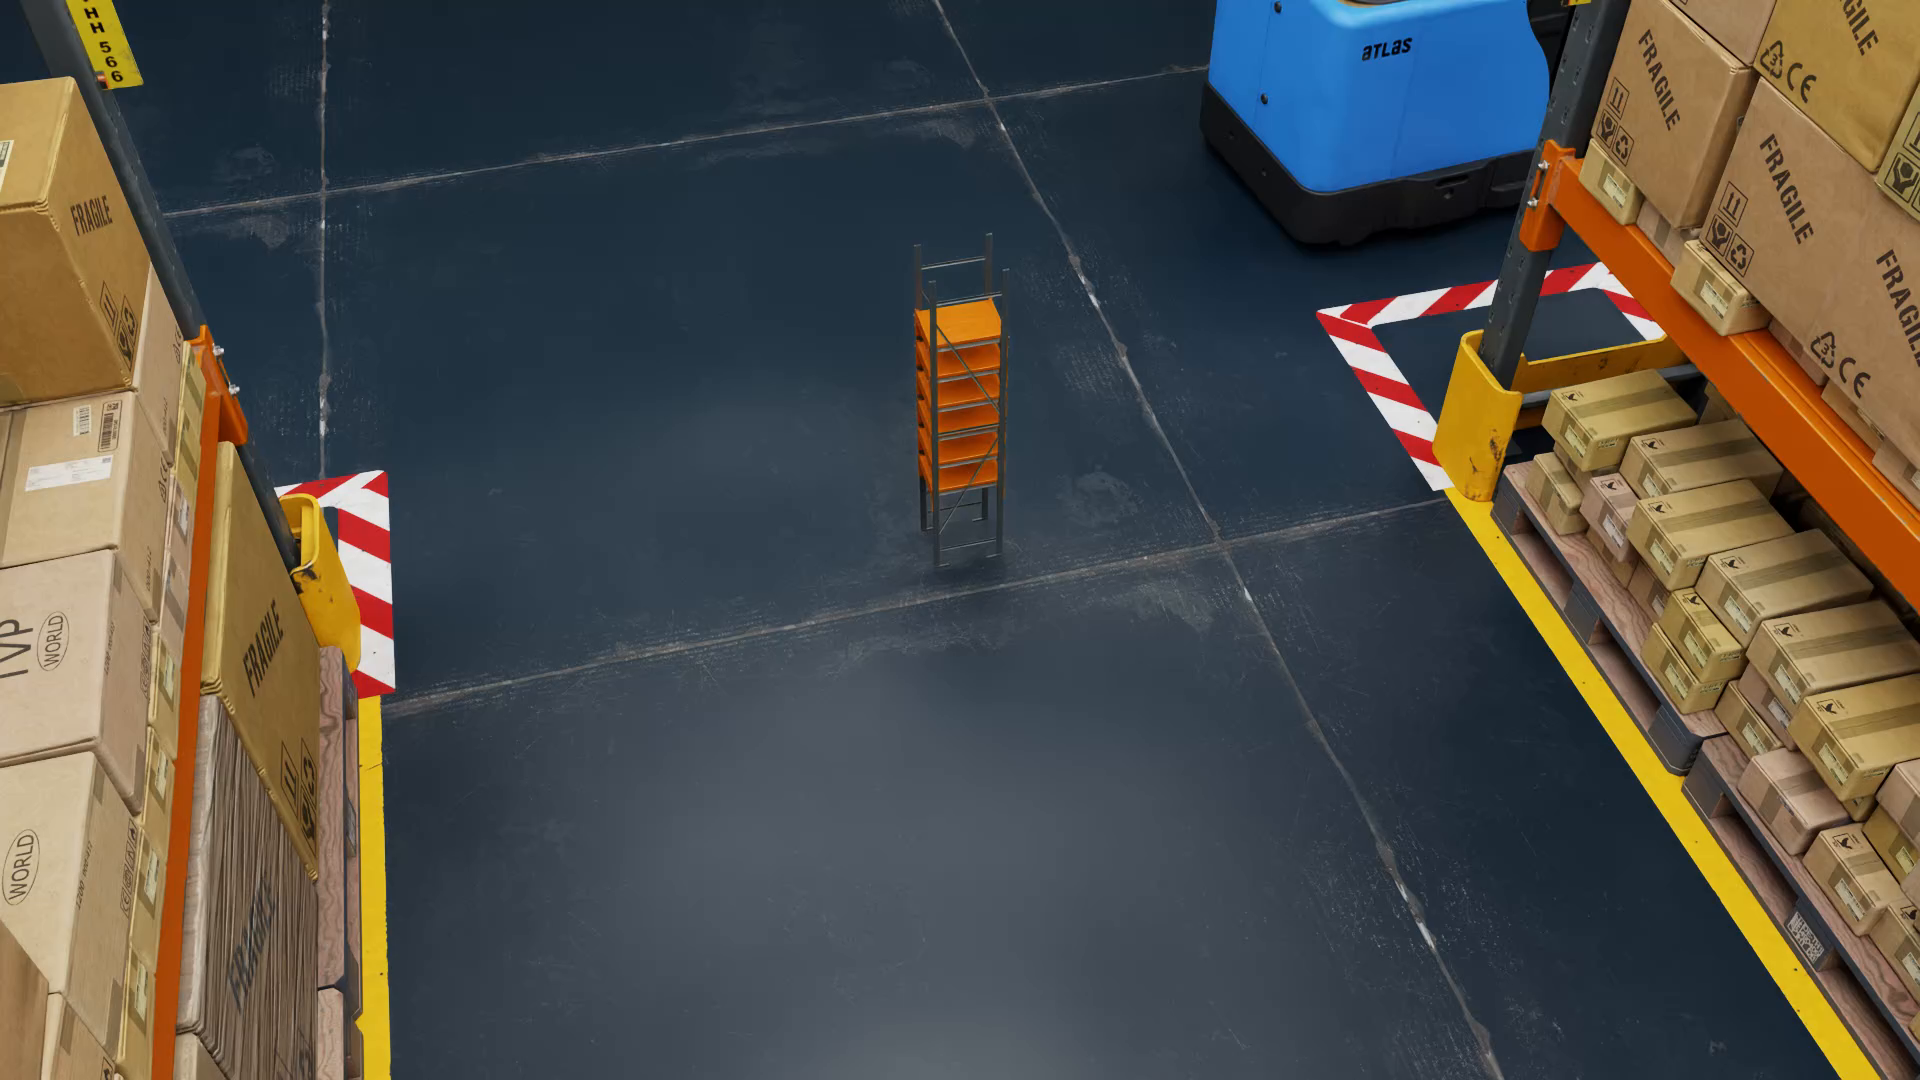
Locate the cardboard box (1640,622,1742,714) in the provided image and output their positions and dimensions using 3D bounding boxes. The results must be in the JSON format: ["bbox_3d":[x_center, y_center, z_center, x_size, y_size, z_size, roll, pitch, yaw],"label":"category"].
[{"bbox_3d":[2.298,0.353,5.006,0.380,0.149,0.250,-10,46,-10],"label":"cardboard box"}]

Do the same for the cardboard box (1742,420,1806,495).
[{"bbox_3d":[2.687,-0.305,5.234,0.380,0.149,0.250,-10,46,-10],"label":"cardboard box"}]

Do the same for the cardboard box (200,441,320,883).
[{"bbox_3d":[-2.282,0.410,4.441,0.875,0.875,0.875,-11,47,-10],"label":"cardboard box"}]

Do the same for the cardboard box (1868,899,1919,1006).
[{"bbox_3d":[2.625,1.046,4.327,0.380,0.149,0.250,-10,46,-10],"label":"cardboard box"}]

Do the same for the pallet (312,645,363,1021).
[{"bbox_3d":[-2.243,0.900,4.720,1.003,0.211,1.213,-11,47,-10],"label":"pallet"}]

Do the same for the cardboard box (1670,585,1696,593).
[{"bbox_3d":[2.347,0.057,5.088,0.380,0.149,0.250,-10,46,-10],"label":"cardboard box"}]

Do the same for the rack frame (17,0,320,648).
[{"bbox_3d":[-2.523,-0.614,4.251,1.000,3.000,0.127,-11,47,-10],"label":"rack frame"}]

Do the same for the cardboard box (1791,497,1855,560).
[{"bbox_3d":[2.843,-0.034,5.176,0.380,0.149,0.250,-12,47,-12],"label":"cardboard box"}]

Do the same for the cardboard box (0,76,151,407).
[{"bbox_3d":[-2.144,-0.640,3.648,0.500,0.500,0.500,-10,46,-10],"label":"cardboard box"}]

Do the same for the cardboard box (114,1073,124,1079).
[{"bbox_3d":[-1.585,1.076,2.771,0.380,0.149,0.250,-10,46,-10],"label":"cardboard box"}]

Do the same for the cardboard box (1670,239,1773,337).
[{"bbox_3d":[2.186,-0.716,4.527,0.380,0.149,0.250,-12,47,-11],"label":"cardboard box"}]

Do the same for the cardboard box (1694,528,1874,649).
[{"bbox_3d":[2.374,0.137,4.801,0.380,0.149,0.250,-13,47,-12],"label":"cardboard box"}]

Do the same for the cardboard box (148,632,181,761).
[{"bbox_3d":[-1.851,0.365,3.468,0.380,0.149,0.250,-12,47,-11],"label":"cardboard box"}]

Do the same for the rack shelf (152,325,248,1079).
[{"bbox_3d":[-2.011,1.019,3.155,1.077,0.370,4.000,-11,47,-10],"label":"rack shelf"}]

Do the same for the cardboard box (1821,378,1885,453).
[{"bbox_3d":[2.431,-0.370,4.188,0.380,0.149,0.250,-11,47,-11],"label":"cardboard box"}]

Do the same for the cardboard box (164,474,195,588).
[{"bbox_3d":[-1.982,0.013,3.813,0.380,0.149,0.250,-11,47,-10],"label":"cardboard box"}]

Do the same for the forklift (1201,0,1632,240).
[{"bbox_3d":[2.665,-2.850,6.491,3.031,2.935,1.130,-10,46,-10],"label":"forklift"}]

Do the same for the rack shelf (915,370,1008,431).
[{"bbox_3d":[0.004,-0.463,5.258,0.258,0.103,0.180,-11,47,-10],"label":"rack shelf"}]

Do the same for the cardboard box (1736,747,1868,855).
[{"bbox_3d":[2.435,0.699,4.667,0.380,0.149,0.250,-13,47,-12],"label":"cardboard box"}]

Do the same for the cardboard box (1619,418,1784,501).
[{"bbox_3d":[2.290,-0.216,5.147,0.380,0.149,0.250,-10,46,-10],"label":"cardboard box"}]

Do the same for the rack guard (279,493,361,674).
[{"bbox_3d":[-2.529,0.245,5.160,1.175,0.500,0.348,-11,47,-10],"label":"rack guard"}]

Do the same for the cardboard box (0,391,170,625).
[{"bbox_3d":[-2.013,-0.029,3.575,0.500,0.250,0.500,-11,47,-11],"label":"cardboard box"}]

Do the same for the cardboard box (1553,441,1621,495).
[{"bbox_3d":[2.184,-0.296,5.433,0.380,0.149,0.250,-9,46,-9],"label":"cardboard box"}]

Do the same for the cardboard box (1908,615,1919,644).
[{"bbox_3d":[2.988,0.322,4.828,0.380,0.149,0.250,-10,46,-10],"label":"cardboard box"}]

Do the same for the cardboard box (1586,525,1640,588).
[{"bbox_3d":[2.268,-0.014,5.366,0.380,0.149,0.250,-11,47,-10],"label":"cardboard box"}]

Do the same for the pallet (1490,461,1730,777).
[{"bbox_3d":[2.491,0.145,5.460,1.003,0.211,1.213,-11,47,-10],"label":"pallet"}]

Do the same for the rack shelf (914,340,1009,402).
[{"bbox_3d":[0.004,-0.547,5.172,0.258,0.103,0.180,-11,47,-10],"label":"rack shelf"}]

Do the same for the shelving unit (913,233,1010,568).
[{"bbox_3d":[0.004,-0.410,5.312,0.258,1.200,0.189,-11,47,-10],"label":"shelving unit"}]

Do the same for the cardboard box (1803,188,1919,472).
[{"bbox_3d":[2.420,-0.524,3.885,0.500,0.500,0.500,-10,46,-10],"label":"cardboard box"}]

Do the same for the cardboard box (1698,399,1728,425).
[{"bbox_3d":[2.709,-0.392,5.528,0.380,0.149,0.250,-12,47,-11],"label":"cardboard box"}]

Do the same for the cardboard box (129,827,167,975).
[{"bbox_3d":[-1.722,0.715,3.125,0.380,0.149,0.250,-10,46,-10],"label":"cardboard box"}]

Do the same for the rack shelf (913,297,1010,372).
[{"bbox_3d":[0.004,-0.631,5.086,0.258,0.103,0.180,-11,47,-10],"label":"rack shelf"}]

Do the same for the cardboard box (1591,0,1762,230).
[{"bbox_3d":[2.145,-1.230,4.576,0.500,0.500,0.500,-9,46,-8],"label":"cardboard box"}]

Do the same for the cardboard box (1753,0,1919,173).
[{"bbox_3d":[2.291,-1.234,3.881,0.500,0.500,0.500,-9,46,-9],"label":"cardboard box"}]

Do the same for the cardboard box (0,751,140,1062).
[{"bbox_3d":[-1.745,0.681,2.879,0.500,0.250,0.500,-11,47,-10],"label":"cardboard box"}]

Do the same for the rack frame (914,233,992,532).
[{"bbox_3d":[-0.020,-0.473,5.374,0.240,1.200,0.006,-11,47,-10],"label":"rack frame"}]

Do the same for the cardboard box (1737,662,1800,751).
[{"bbox_3d":[2.468,0.419,4.732,0.380,0.149,0.250,-13,47,-12],"label":"cardboard box"}]

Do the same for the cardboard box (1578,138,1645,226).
[{"bbox_3d":[2.064,-1.079,4.884,0.380,0.149,0.250,-11,47,-11],"label":"cardboard box"}]

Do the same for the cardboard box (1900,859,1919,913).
[{"bbox_3d":[2.574,0.868,4.084,0.380,0.149,0.250,-12,47,-12],"label":"cardboard box"}]

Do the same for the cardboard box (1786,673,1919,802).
[{"bbox_3d":[2.459,0.521,4.425,0.380,0.149,0.250,-10,46,-10],"label":"cardboard box"}]

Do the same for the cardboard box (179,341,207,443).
[{"bbox_3d":[-2.113,-0.340,4.159,0.380,0.149,0.250,-10,46,-10],"label":"cardboard box"}]

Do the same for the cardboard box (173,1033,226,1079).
[{"bbox_3d":[-1.821,1.653,3.224,0.875,0.875,0.875,-11,47,-10],"label":"cardboard box"}]

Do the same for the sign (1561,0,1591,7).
[{"bbox_3d":[1.773,-1.655,4.665,0.100,0.325,0.005,-11,47,-10],"label":"sign"}]

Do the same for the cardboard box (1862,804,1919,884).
[{"bbox_3d":[2.637,0.788,4.372,0.380,0.149,0.250,-9,46,-8],"label":"cardboard box"}]
